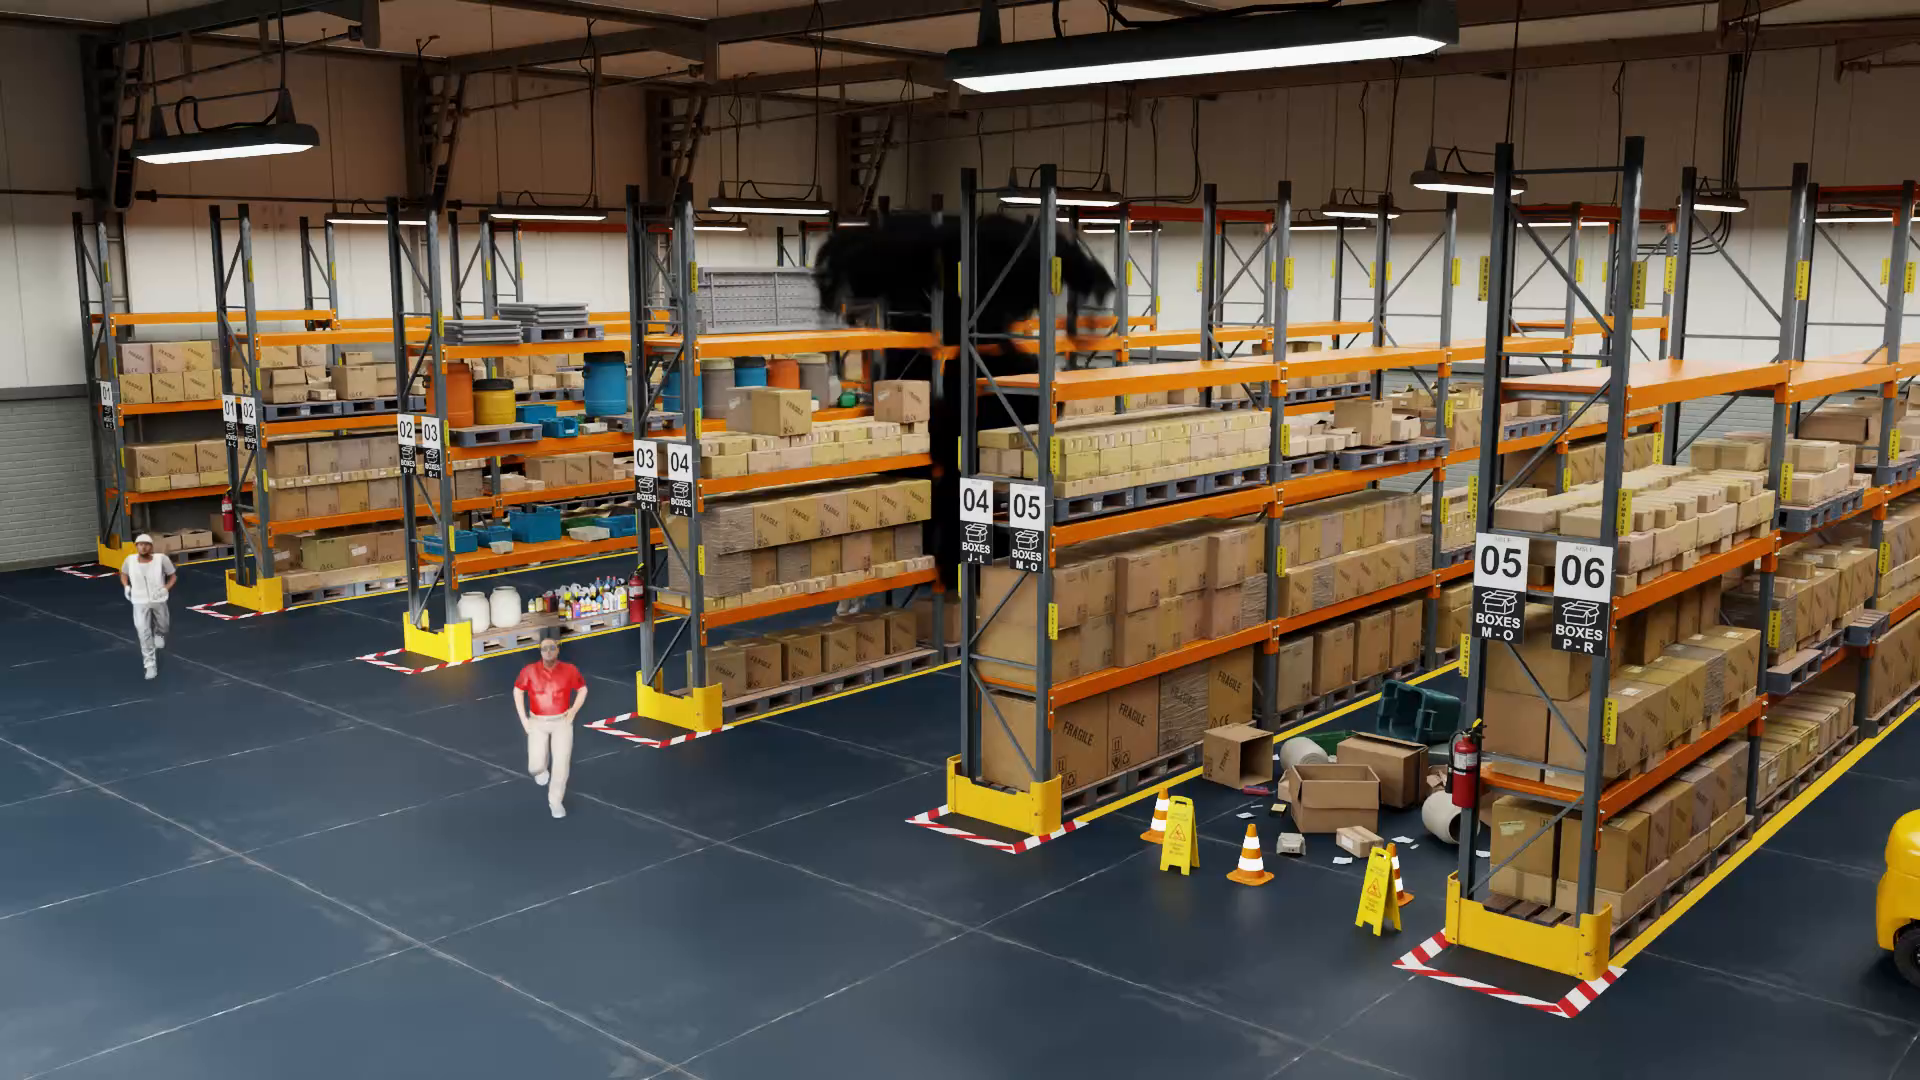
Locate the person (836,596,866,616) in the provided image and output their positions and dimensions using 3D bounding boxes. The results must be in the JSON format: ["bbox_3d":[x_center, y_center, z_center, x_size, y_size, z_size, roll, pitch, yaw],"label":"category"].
[{"bbox_3d":[-1.561,0.212,22.829,0.654,1.844,0.909,7,12,37],"label":"person"}]

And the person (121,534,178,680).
[{"bbox_3d":[-10.334,0.797,21.252,0.650,1.775,1.142,-5,11,-26],"label":"person"}]

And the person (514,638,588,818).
[{"bbox_3d":[-3.884,1.746,15.822,0.683,1.686,0.659,-2,10,-10],"label":"person"}]
